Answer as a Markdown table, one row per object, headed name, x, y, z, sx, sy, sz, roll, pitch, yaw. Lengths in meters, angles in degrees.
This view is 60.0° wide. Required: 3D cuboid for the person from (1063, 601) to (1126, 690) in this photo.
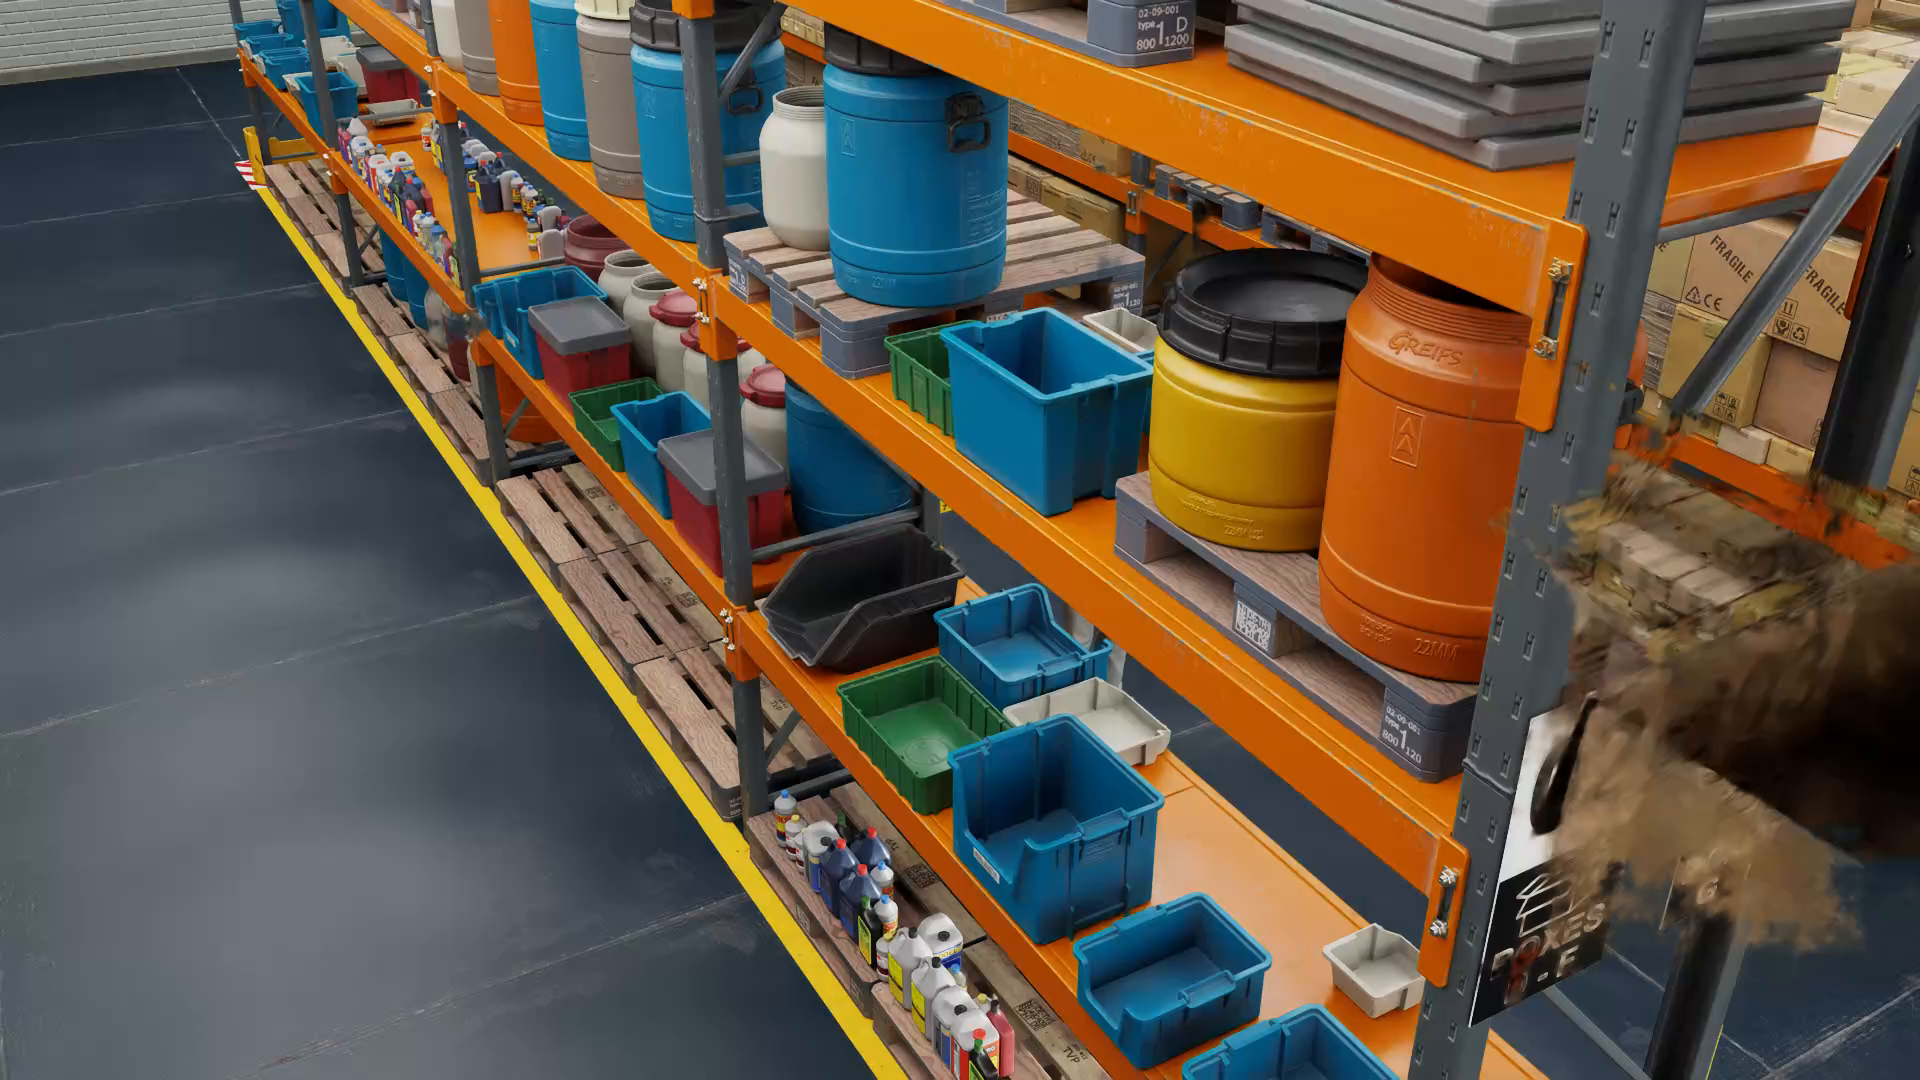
| name | x | y | z | sx | sy | sz | roll | pitch | yaw |
| --- | --- | --- | --- | --- | --- | --- | --- | --- | --- |
| person | 0.710 | 0.164 | 8.274 | 0.439 | 1.662 | 0.559 | -13 | 32 | -22 |
